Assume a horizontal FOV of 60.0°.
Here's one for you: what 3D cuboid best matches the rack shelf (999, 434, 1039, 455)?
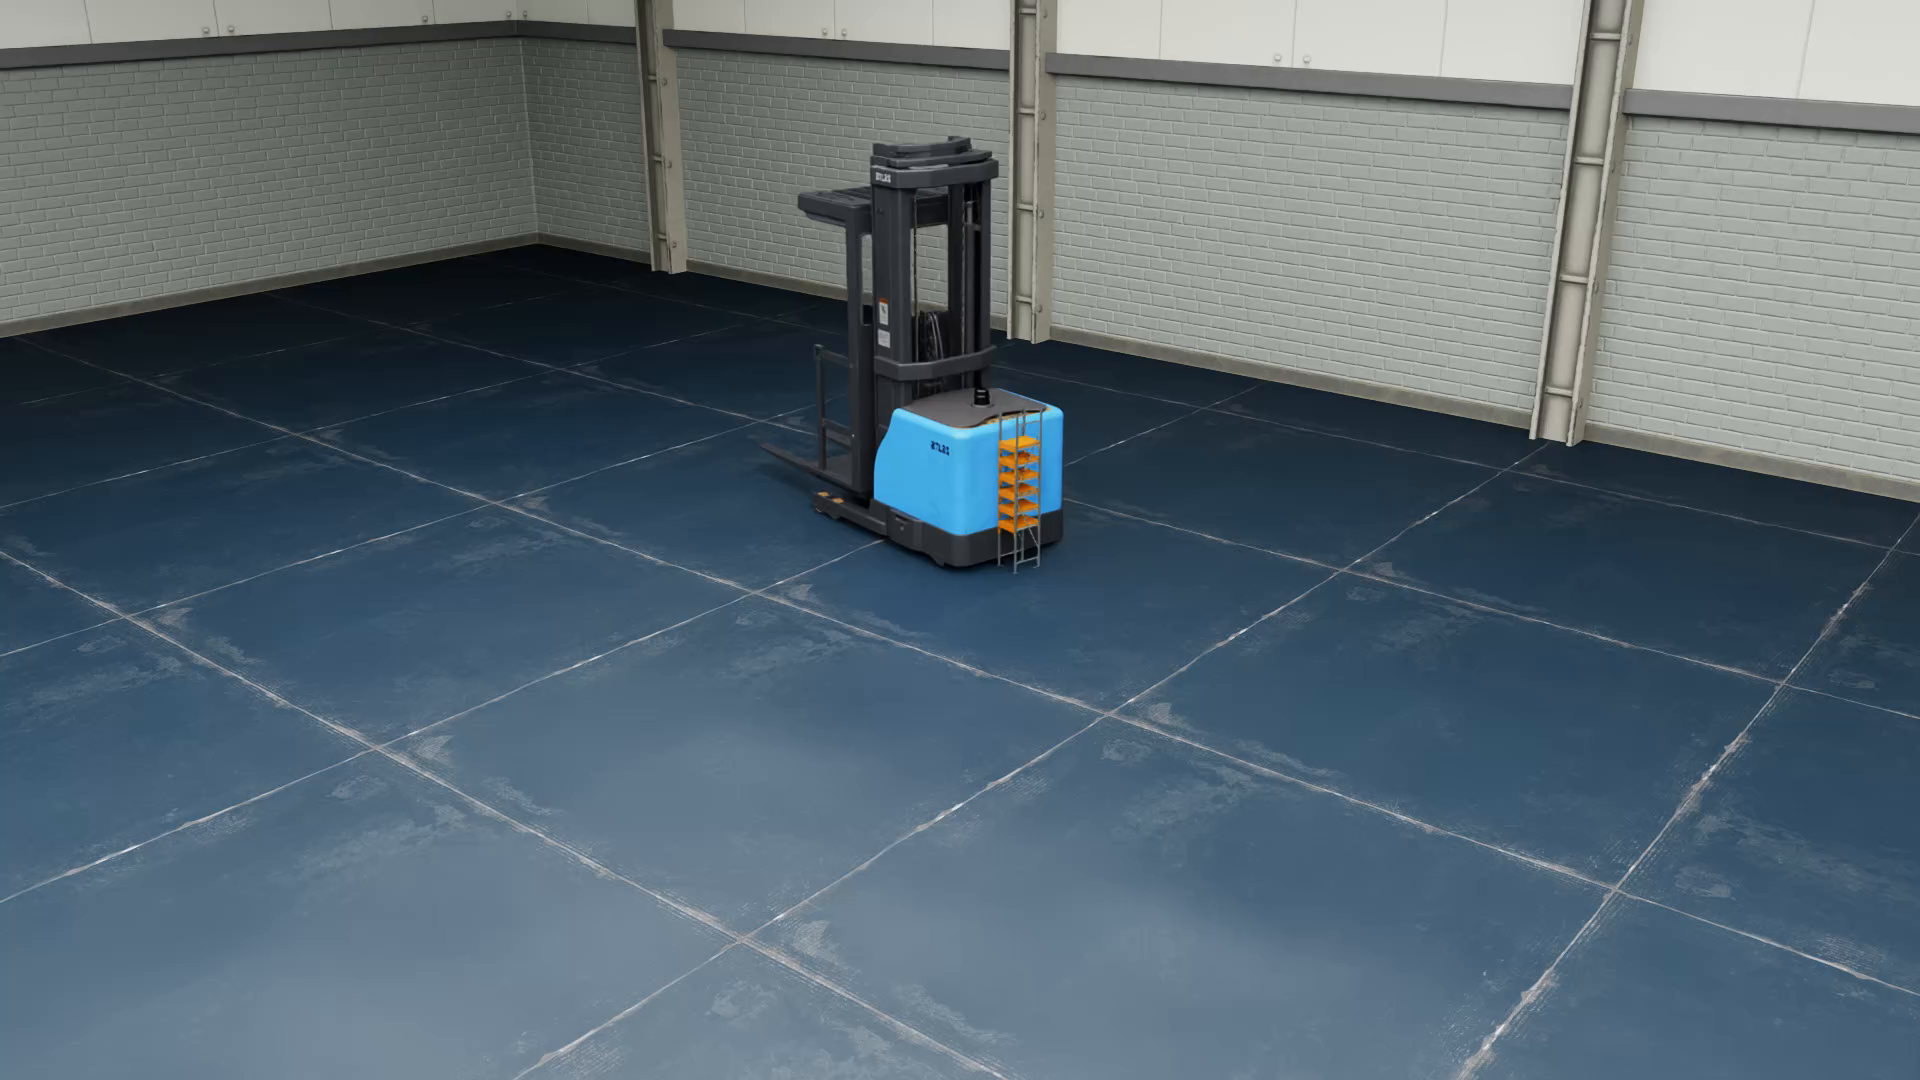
[{"bbox_3d":[0.429,-0.658,11.819,0.258,0.103,0.180,-15,26,-35],"label":"rack shelf"}]

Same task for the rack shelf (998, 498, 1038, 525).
[{"bbox_3d":[0.429,-0.209,11.988,0.258,0.103,0.180,-15,26,-35],"label":"rack shelf"}]

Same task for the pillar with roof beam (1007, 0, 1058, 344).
[{"bbox_3d":[-1.949,-5.295,13.956,0.400,9.000,9.100,16,26,36],"label":"pillar with roof beam"}]

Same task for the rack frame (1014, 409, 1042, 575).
[{"bbox_3d":[0.485,-0.338,11.863,0.240,1.200,0.006,-15,26,-35],"label":"rack frame"}]

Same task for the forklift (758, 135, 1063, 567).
[{"bbox_3d":[-0.530,-1.631,12.839,1.130,2.935,3.031,-15,26,-35],"label":"forklift"}]

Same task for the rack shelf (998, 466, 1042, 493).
[{"bbox_3d":[0.429,-0.434,11.904,0.258,0.103,0.180,-15,26,-35],"label":"rack shelf"}]

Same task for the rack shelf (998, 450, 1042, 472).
[{"bbox_3d":[0.429,-0.546,11.861,0.258,0.103,0.180,-15,26,-35],"label":"rack shelf"}]

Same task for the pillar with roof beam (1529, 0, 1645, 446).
[{"bbox_3d":[2.700,-3.956,10.406,0.400,9.000,9.100,16,26,36],"label":"pillar with roof beam"}]

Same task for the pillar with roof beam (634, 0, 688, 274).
[{"bbox_3d":[-6.597,-6.634,17.506,0.400,9.000,9.100,16,26,36],"label":"pillar with roof beam"}]

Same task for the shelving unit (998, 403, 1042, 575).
[{"bbox_3d":[0.429,-0.363,11.930,0.258,1.200,0.189,-15,26,-35],"label":"shelving unit"}]

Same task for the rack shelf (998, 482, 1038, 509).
[{"bbox_3d":[0.429,-0.321,11.946,0.258,0.103,0.180,-15,26,-35],"label":"rack shelf"}]

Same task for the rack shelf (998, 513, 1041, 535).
[{"bbox_3d":[0.429,-0.097,12.031,0.258,0.103,0.180,-15,26,-35],"label":"rack shelf"}]

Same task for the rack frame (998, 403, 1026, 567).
[{"bbox_3d":[0.372,-0.388,11.998,0.240,1.200,0.006,-15,26,-35],"label":"rack frame"}]
